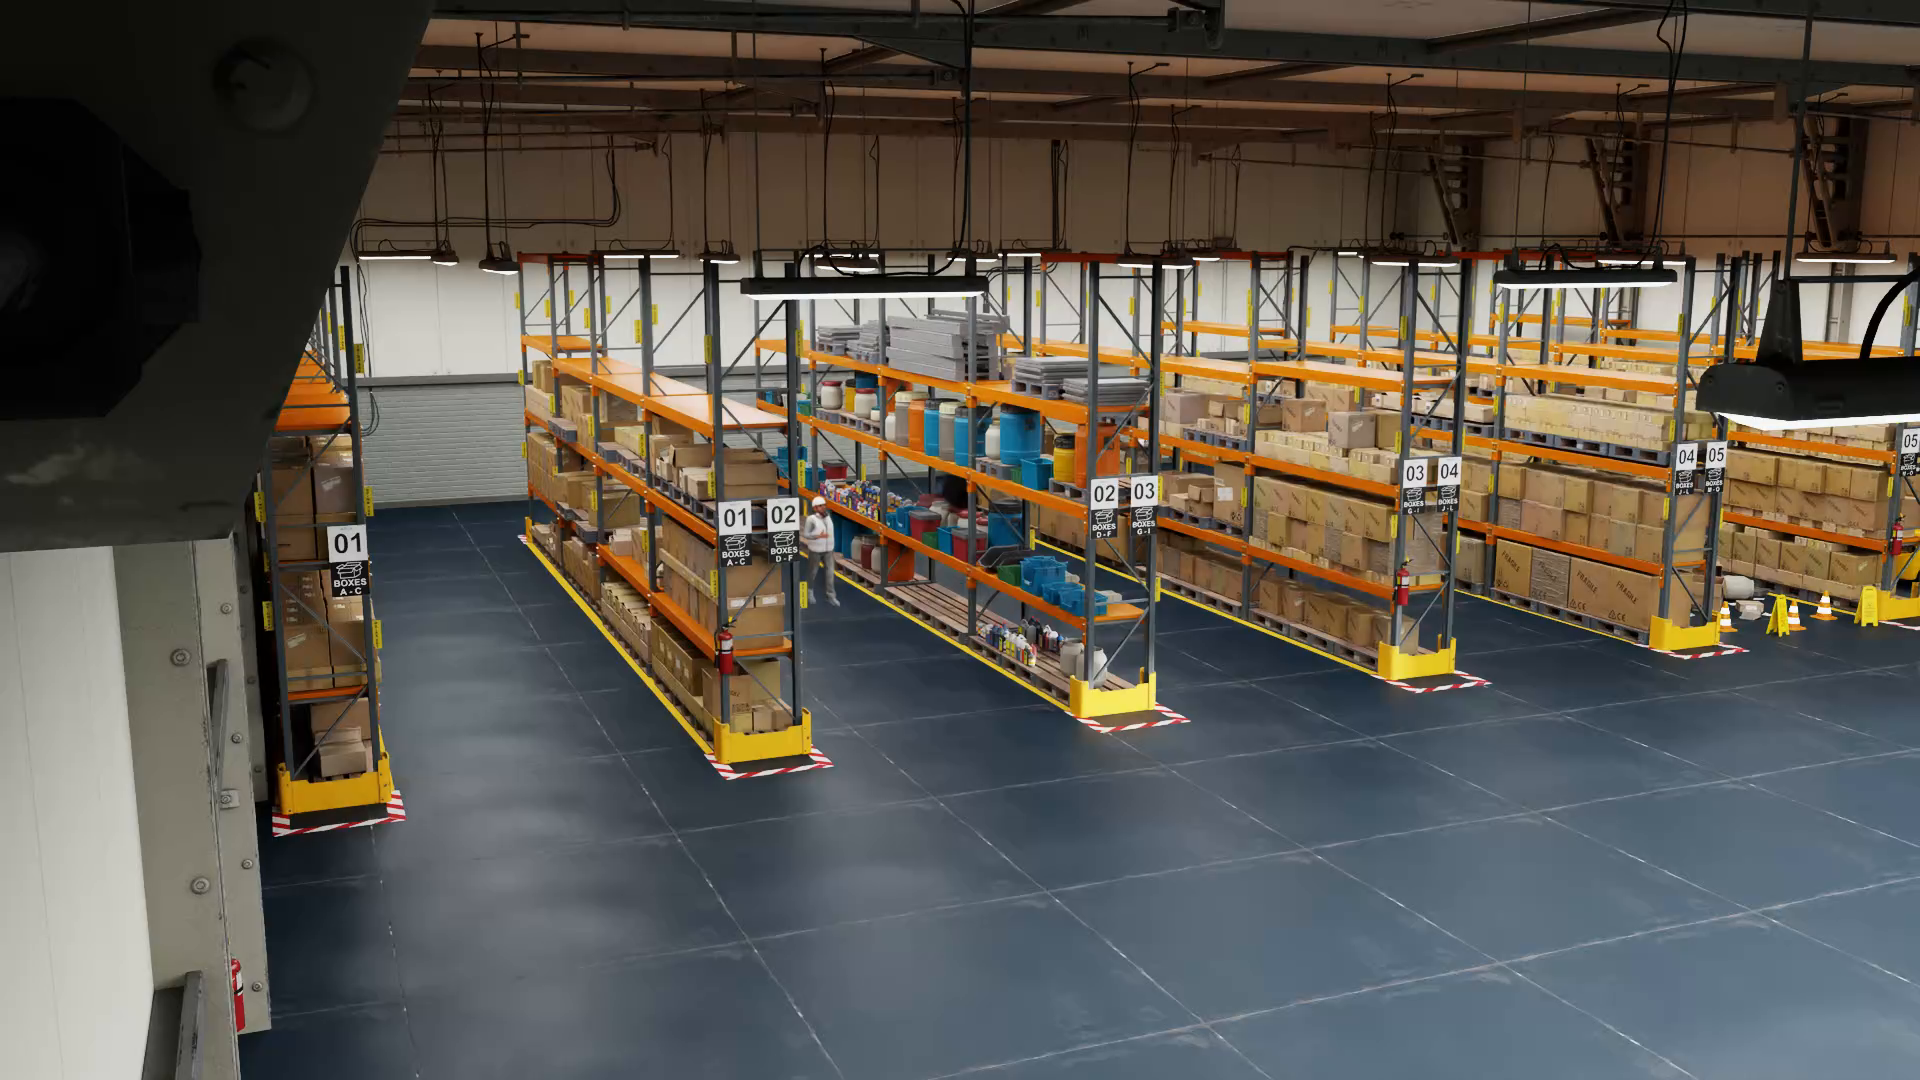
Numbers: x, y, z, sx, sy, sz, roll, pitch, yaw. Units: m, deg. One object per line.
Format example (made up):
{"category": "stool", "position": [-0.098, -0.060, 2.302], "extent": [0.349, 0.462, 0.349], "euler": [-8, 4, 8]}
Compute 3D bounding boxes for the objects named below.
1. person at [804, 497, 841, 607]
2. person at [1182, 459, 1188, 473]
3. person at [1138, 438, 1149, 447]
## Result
{"category": "person", "position": [-2.270, 0.194, 27.366], "extent": [0.661, 1.821, 0.840], "euler": [-8, 13, -36]}
{"category": "person", "position": [5.614, -2.092, 41.707], "extent": [0.577, 1.755, 0.737], "euler": [7, 12, 33]}
{"category": "person", "position": [4.550, -2.003, 41.337], "extent": [0.777, 1.722, 0.675], "euler": [-8, 13, -36]}
